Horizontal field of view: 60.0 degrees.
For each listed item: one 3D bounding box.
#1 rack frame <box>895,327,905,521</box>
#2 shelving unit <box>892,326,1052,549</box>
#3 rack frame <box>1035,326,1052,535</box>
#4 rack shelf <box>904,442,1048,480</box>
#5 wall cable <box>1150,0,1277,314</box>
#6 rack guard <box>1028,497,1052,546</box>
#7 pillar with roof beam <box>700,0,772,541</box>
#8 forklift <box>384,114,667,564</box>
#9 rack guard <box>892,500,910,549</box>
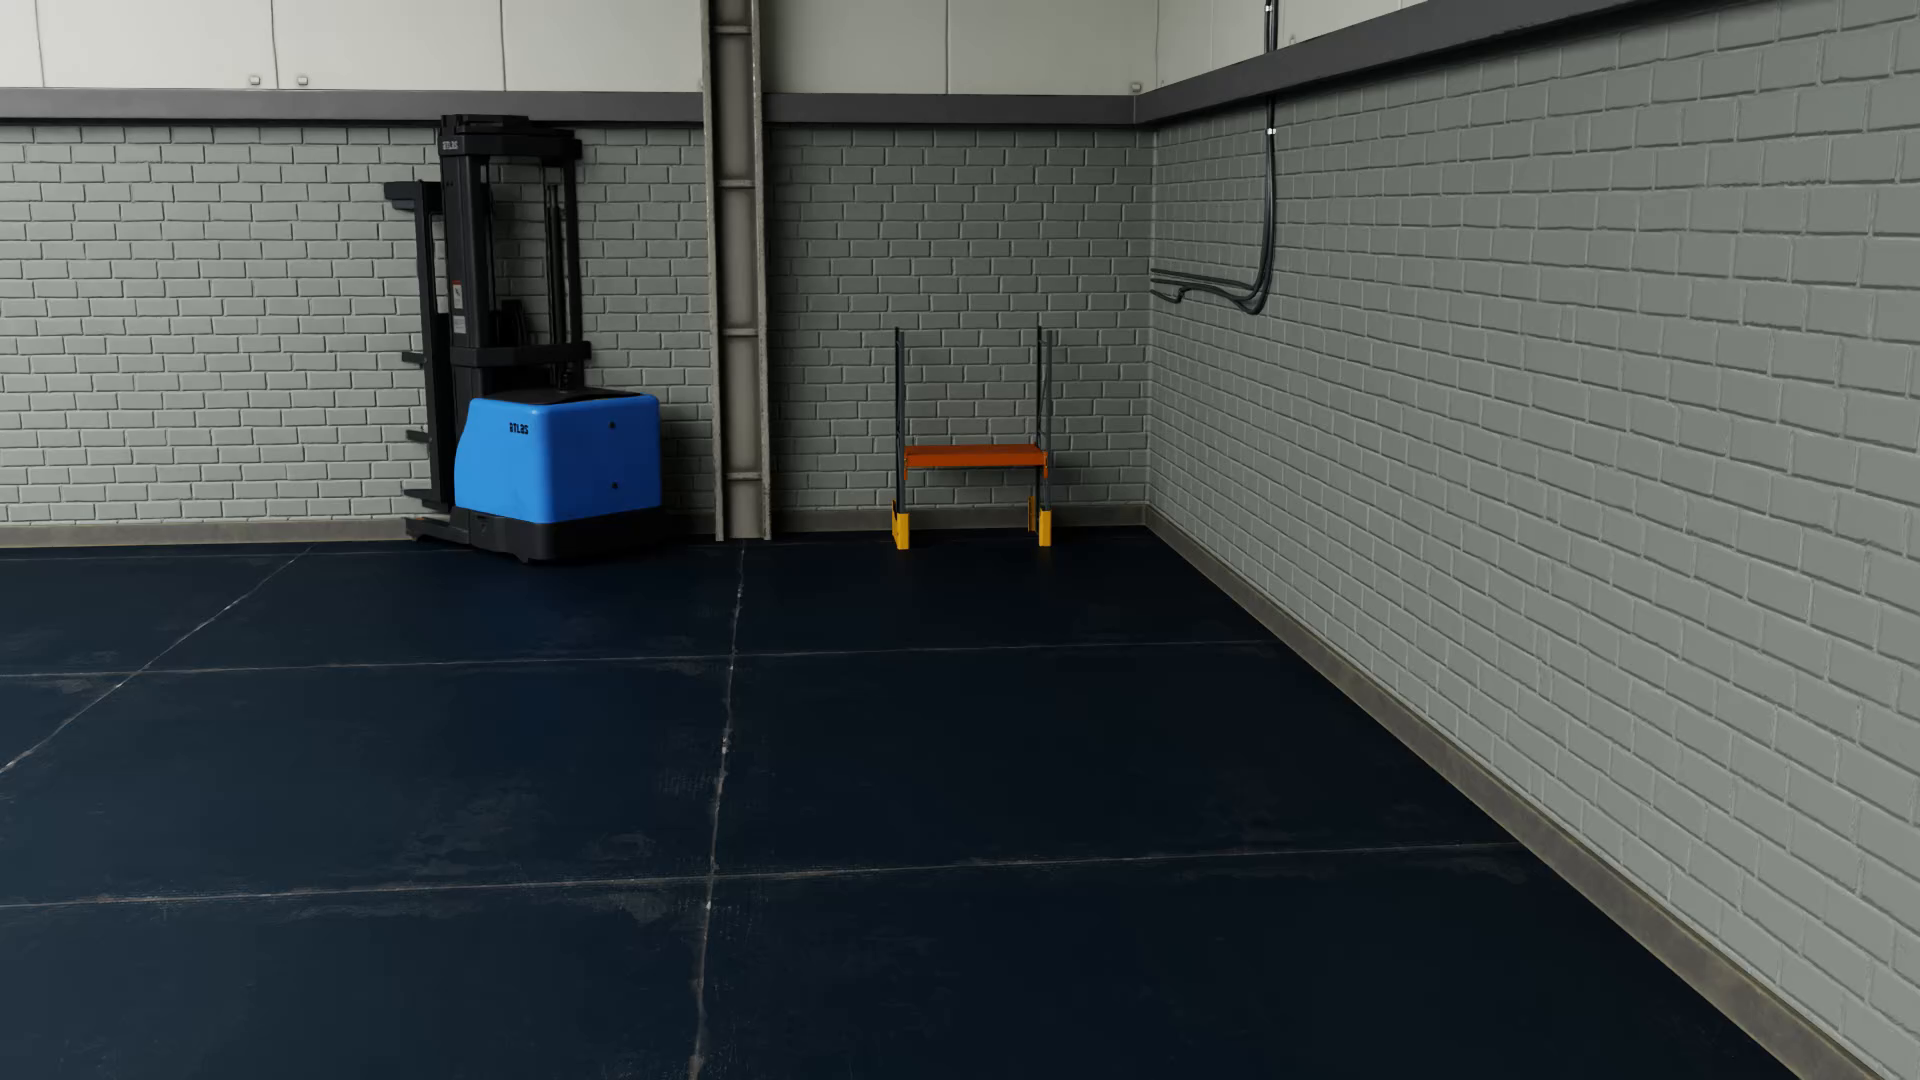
[{"bbox_3d":[-0.421,-0.727,11.678,0.032,1.500,0.500,-1,11,-6],"label":"rack frame"},{"bbox_3d":[0.076,-0.738,11.731,1.083,1.500,0.587,-1,11,-6],"label":"shelving unit"},{"bbox_3d":[0.590,-0.748,11.786,0.032,1.500,0.500,-1,11,-6],"label":"rack frame"},{"bbox_3d":[0.085,-0.561,11.767,1.000,0.185,0.538,-1,11,-6],"label":"rack shelf"},{"bbox_3d":[1.514,-2.727,10.462,0.112,2.526,3.097,-1,11,-6],"label":"wall cable"},{"bbox_3d":[0.571,-0.135,11.905,0.087,0.250,0.587,-1,11,-6],"label":"rack guard"},{"bbox_3d":[-1.093,-3.617,6.941,0.400,9.000,9.100,-1,11,-6],"label":"pillar with roof beam"},{"bbox_3d":[-3.463,-1.499,11.897,3.031,2.935,1.130,10,15,41],"label":"forklift"},{"bbox_3d":[-0.419,-0.114,11.799,0.087,0.250,0.587,-1,11,-6],"label":"rack guard"}]
